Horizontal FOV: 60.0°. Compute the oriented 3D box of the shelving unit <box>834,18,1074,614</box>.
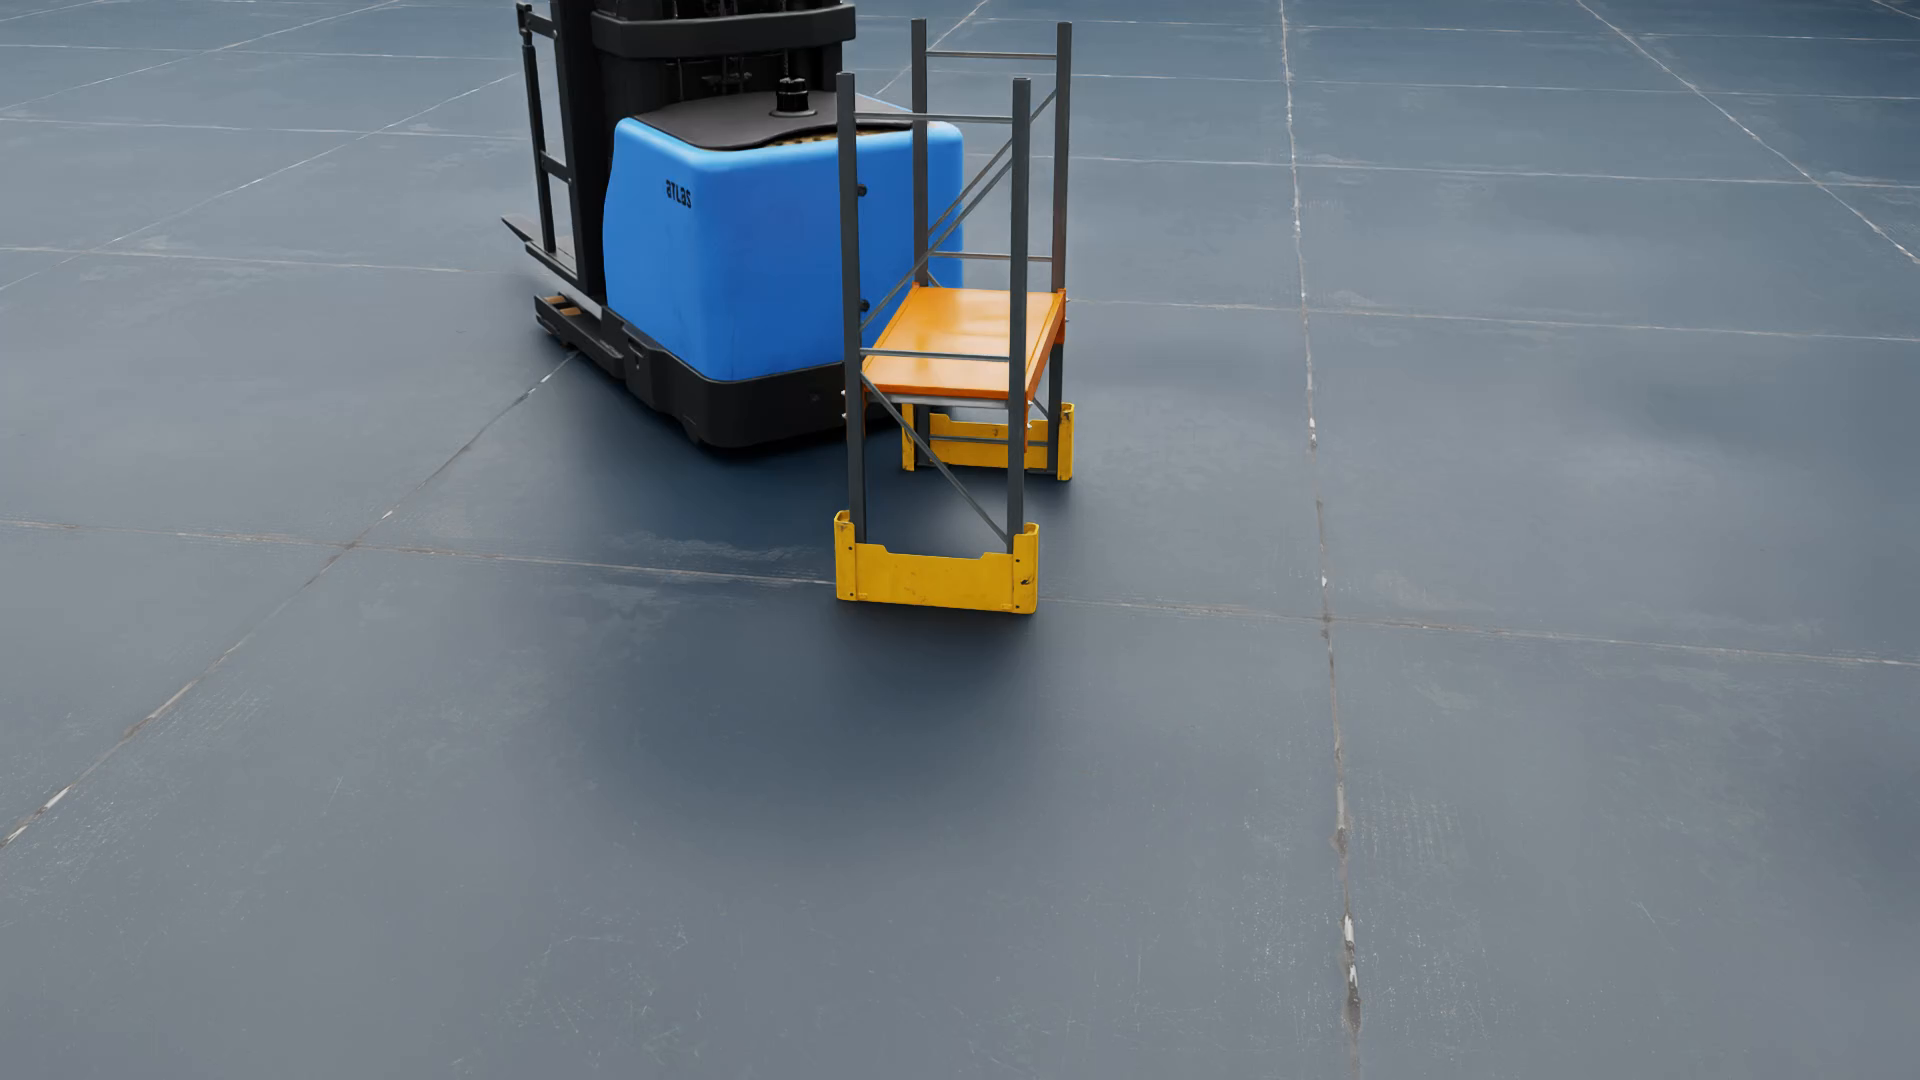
[{"bbox_3d":[0.012,-0.711,5.000,0.587,1.500,1.083,4,25,9],"label":"shelving unit"}]

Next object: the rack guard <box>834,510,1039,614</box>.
[{"bbox_3d":[-0.069,0.063,4.820,0.587,0.250,0.087,4,25,9],"label":"rack guard"}]

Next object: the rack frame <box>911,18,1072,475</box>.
[{"bbox_3d":[0.097,-0.928,5.462,0.500,1.500,0.032,4,25,9],"label":"rack frame"}]

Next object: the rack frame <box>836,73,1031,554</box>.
[{"bbox_3d":[-0.069,-0.502,4.554,0.500,1.500,0.032,4,25,9],"label":"rack frame"}]

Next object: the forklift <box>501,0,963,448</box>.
[{"bbox_3d":[-1.163,-2.228,6.553,1.130,2.935,3.031,-14,29,-28],"label":"forklift"}]

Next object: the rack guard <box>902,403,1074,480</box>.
[{"bbox_3d":[0.094,-0.353,5.710,0.587,0.250,0.087,4,25,9],"label":"rack guard"}]

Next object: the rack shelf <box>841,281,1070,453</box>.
[{"bbox_3d":[0.014,-0.552,5.085,0.538,0.185,1.000,4,25,9],"label":"rack shelf"}]
